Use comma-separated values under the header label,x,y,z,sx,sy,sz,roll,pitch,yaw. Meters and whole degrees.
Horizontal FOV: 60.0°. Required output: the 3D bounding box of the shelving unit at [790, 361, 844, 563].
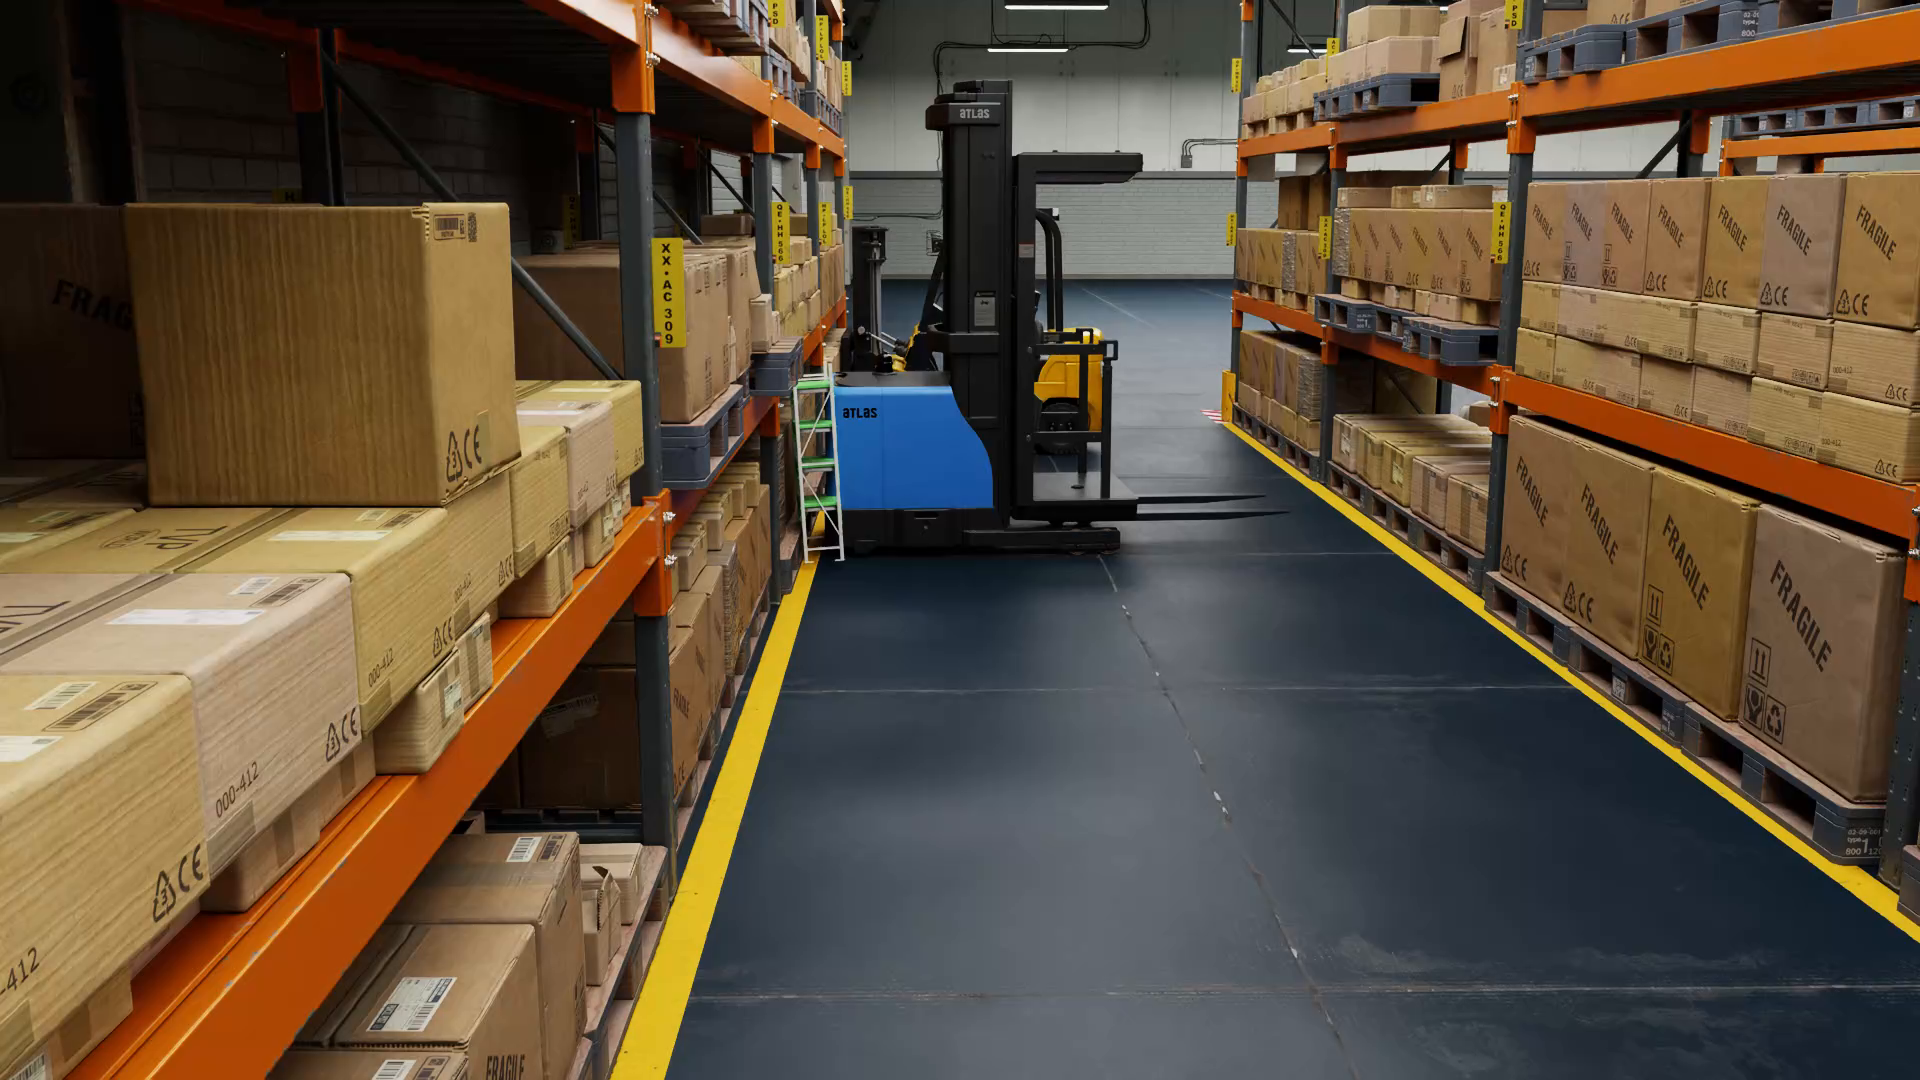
label,x,y,z,sx,sy,sz,roll,pitch,yaw
shelving unit,-0.895,-0.494,10.325,0.258,1.200,0.503,-4,9,-8

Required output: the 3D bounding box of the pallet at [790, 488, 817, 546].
label,x,y,z,sx,sy,sz,roll,pitch,yaw
pallet,-1.504,-0.148,11.260,1.003,0.211,1.213,0,11,-1

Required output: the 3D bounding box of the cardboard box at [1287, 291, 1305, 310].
label,x,y,z,sx,sy,sz,roll,pitch,yaw
cardboard box,3.041,-2.067,14.336,0.380,0.149,0.250,0,11,-2

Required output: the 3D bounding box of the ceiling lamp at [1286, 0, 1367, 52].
label,x,y,z,sx,sy,sz,roll,pitch,yaw
ceiling lamp,9.042,-13.604,40.799,2.000,3.185,0.800,0,11,-1

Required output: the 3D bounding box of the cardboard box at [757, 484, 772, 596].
label,x,y,z,sx,sy,sz,roll,pitch,yaw
cardboard box,-1.280,-0.007,8.780,0.500,0.500,0.500,0,11,0

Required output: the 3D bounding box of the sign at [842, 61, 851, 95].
label,x,y,z,sx,sy,sz,roll,pitch,yaw
sign,-1.126,-4.564,16.440,0.100,0.325,0.005,0,11,-1

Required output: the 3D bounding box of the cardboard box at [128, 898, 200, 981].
label,x,y,z,sx,sy,sz,roll,pitch,yaw
cardboard box,-1.162,0.435,2.002,0.380,0.149,0.250,0,11,-2

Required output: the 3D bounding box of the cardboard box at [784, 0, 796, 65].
label,x,y,z,sx,sy,sz,roll,pitch,yaw
cardboard box,-1.296,-3.231,10.335,0.500,0.500,0.500,0,11,0

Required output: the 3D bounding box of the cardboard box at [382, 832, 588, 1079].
label,x,y,z,sx,sy,sz,roll,pitch,yaw
cardboard box,-1.256,1.002,3.808,0.700,0.500,0.500,-1,11,-3

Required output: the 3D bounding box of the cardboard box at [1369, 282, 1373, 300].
label,x,y,z,sx,sy,sz,roll,pitch,yaw
cardboard box,3.151,-1.791,11.921,0.380,0.149,0.250,1,11,2

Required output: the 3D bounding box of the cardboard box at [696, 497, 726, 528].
label,x,y,z,sx,sy,sz,roll,pitch,yaw
cardboard box,-1.276,-0.102,7.617,0.380,0.149,0.250,0,11,-2

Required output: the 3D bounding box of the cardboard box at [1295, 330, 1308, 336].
label,x,y,z,sx,sy,sz,roll,pitch,yaw
cardboard box,3.571,-1.788,16.303,0.500,0.500,0.500,0,11,-1

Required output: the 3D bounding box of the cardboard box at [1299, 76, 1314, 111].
label,x,y,z,sx,sy,sz,roll,pitch,yaw
cardboard box,3.087,-3.655,13.616,0.500,0.250,0.500,0,11,-2

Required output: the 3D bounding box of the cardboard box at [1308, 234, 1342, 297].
label,x,y,z,sx,sy,sz,roll,pitch,yaw
cardboard box,3.119,-2.208,13.397,0.500,0.500,0.500,-1,11,-3

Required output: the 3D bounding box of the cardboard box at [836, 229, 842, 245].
label,x,y,z,sx,sy,sz,roll,pitch,yaw
cardboard box,-1.346,-2.948,16.163,0.380,0.149,0.250,0,11,0

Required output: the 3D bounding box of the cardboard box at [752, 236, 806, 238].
label,x,y,z,sx,sy,sz,roll,pitch,yaw
cardboard box,-1.357,-2.204,12.498,0.380,0.149,0.250,0,11,1

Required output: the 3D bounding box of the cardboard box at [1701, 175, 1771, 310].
label,x,y,z,sx,sy,sz,roll,pitch,yaw
cardboard box,3.273,-1.166,6.495,0.500,0.500,0.500,0,11,1

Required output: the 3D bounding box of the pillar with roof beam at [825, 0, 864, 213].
label,x,y,z,sx,sy,sz,roll,pitch,yaw
pillar with roof beam,1.253,-10.286,39.128,9.100,9.000,0.548,0,11,-1

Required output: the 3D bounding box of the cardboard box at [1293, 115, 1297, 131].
label,x,y,z,sx,sy,sz,roll,pitch,yaw
cardboard box,3.129,-3.642,14.553,0.380,0.149,0.250,0,11,-2

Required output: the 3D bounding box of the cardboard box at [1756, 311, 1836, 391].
label,x,y,z,sx,sy,sz,roll,pitch,yaw
cardboard box,3.272,-0.693,6.050,0.500,0.250,0.500,0,11,0

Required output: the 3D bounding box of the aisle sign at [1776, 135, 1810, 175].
label,x,y,z,sx,sy,sz,roll,pitch,yaw
aisle sign,8.539,-4.051,16.942,0.394,0.787,0.004,0,11,-1

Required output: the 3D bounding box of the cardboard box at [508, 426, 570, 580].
label,x,y,z,sx,sy,sz,roll,pitch,yaw
cardboard box,-1.144,-0.088,3.575,0.500,0.250,0.500,0,11,-2

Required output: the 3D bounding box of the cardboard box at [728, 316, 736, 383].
label,x,y,z,sx,sy,sz,roll,pitch,yaw
cardboard box,-1.066,-0.732,6.404,0.396,0.266,0.258,0,11,2

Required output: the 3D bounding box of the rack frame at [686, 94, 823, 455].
label,x,y,z,sx,sy,sz,roll,pitch,yaw
rack frame,-1.586,-1.904,12.902,1.000,3.000,0.127,0,11,-1

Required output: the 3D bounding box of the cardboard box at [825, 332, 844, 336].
label,x,y,z,sx,sy,sz,roll,pitch,yaw
cardboard box,-1.331,-1.856,16.009,0.500,0.250,0.500,0,11,0

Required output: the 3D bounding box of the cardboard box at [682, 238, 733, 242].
label,x,y,z,sx,sy,sz,roll,pitch,yaw
cardboard box,-1.836,-2.097,11.970,0.380,0.149,0.250,0,11,-1

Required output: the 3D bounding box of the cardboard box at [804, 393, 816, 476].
label,x,y,z,sx,sy,sz,roll,pitch,yaw
cardboard box,-1.564,-0.843,12.586,0.875,0.625,0.625,0,11,1

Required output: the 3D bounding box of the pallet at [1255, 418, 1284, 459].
label,x,y,z,sx,sy,sz,roll,pitch,yaw
pallet,3.299,-0.935,15.139,1.003,0.211,1.213,0,11,-1

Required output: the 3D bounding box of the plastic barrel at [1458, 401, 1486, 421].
label,x,y,z,sx,sy,sz,roll,pitch,yaw
plastic barrel,4.850,-1.054,15.189,0.512,0.421,0.421,9,15,38

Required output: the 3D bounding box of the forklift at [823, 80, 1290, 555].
label,x,y,z,sx,sy,sz,roll,pitch,yaw
forklift,0.621,-1.446,10.814,3.031,2.935,1.130,-1,12,-4

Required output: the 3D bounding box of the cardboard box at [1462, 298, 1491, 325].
label,x,y,z,sx,sy,sz,roll,pitch,yaw
cardboard box,3.139,-1.330,9.648,0.380,0.149,0.250,0,11,0

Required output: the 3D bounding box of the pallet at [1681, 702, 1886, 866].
label,x,y,z,sx,sy,sz,roll,pitch,yaw
pallet,3.451,0.878,6.200,1.003,0.211,1.213,0,11,-1

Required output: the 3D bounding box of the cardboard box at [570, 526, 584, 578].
label,x,y,z,sx,sy,sz,roll,pitch,yaw
cardboard box,-1.127,0.027,4.015,0.380,0.149,0.250,0,11,0

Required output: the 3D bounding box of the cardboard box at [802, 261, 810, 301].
label,x,y,z,sx,sy,sz,roll,pitch,yaw
cardboard box,-1.298,-1.776,11.387,0.500,0.250,0.500,0,11,0

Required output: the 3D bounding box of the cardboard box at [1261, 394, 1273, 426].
label,x,y,z,sx,sy,sz,roll,pitch,yaw
cardboard box,3.061,-1.208,15.327,0.500,0.250,0.500,1,11,3

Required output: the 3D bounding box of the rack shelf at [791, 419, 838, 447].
label,x,y,z,sx,sy,sz,roll,pitch,yaw
rack shelf,-0.905,-0.667,10.299,0.258,0.148,0.480,-4,9,-8

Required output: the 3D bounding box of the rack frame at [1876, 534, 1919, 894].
label,x,y,z,sx,sy,sz,roll,pitch,yaw
rack frame,3.542,-0.335,5.168,1.000,3.000,0.127,0,11,-1

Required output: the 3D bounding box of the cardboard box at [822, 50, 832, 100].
label,x,y,z,sx,sy,sz,roll,pitch,yaw
cardboard box,-1.521,-4.068,14.453,0.797,0.503,0.637,0,11,1

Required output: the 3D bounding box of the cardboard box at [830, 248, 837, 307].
label,x,y,z,sx,sy,sz,roll,pitch,yaw
cardboard box,-1.362,-2.347,14.832,0.500,0.500,0.500,0,11,-1

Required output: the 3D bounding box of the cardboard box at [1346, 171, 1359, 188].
label,x,y,z,sx,sy,sz,roll,pitch,yaw
cardboard box,3.596,-2.800,13.804,0.700,0.500,0.500,0,11,-1

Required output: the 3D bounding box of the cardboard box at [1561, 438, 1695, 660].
label,x,y,z,sx,sy,sz,roll,pitch,yaw
cardboard box,3.405,0.020,7.704,0.875,0.875,0.875,0,11,0

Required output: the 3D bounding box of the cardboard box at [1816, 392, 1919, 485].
label,x,y,z,sx,sy,sz,roll,pitch,yaw
cardboard box,3.281,-0.350,5.617,0.500,0.250,0.500,-1,11,-3

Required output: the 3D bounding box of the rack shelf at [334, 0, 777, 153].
label,x,y,z,sx,sy,sz,roll,pitch,yaw
rack shelf,-1.462,-1.829,6.797,1.077,0.370,4.000,0,11,-1

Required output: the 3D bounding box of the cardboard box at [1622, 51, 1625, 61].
label,x,y,z,sx,sy,sz,roll,pitch,yaw
cardboard box,3.617,-2.649,9.364,0.396,0.266,0.258,0,11,-1

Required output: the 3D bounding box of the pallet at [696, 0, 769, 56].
label,x,y,z,sx,sy,sz,roll,pitch,yaw
pallet,-1.388,-2.028,6.441,1.213,0.211,1.003,0,11,-1

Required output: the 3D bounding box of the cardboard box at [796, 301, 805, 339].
label,x,y,z,sx,sy,sz,roll,pitch,yaw
cardboard box,-1.300,-1.431,10.943,0.500,0.250,0.500,0,11,1

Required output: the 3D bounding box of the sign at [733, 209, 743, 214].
label,x,y,z,sx,sy,sz,roll,pitch,yaw
sign,-2.224,-3.162,16.722,0.100,0.325,0.005,0,11,-1

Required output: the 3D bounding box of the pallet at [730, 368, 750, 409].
label,x,y,z,sx,sy,sz,roll,pitch,yaw
pallet,-1.458,-0.629,7.097,1.003,0.211,1.213,0,11,-1

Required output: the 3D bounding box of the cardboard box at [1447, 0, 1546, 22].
label,x,y,z,sx,sy,sz,roll,pitch,yaw
cardboard box,3.559,-3.456,11.067,0.500,0.250,0.500,0,11,0

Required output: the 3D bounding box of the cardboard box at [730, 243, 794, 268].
label,x,y,z,sx,sy,sz,roll,pitch,yaw
cardboard box,-1.253,-1.797,10.491,0.380,0.149,0.250,0,11,0

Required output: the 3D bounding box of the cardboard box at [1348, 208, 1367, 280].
label,x,y,z,sx,sy,sz,roll,pitch,yaw
cardboard box,3.111,-2.132,11.969,0.500,0.500,0.500,0,11,-1

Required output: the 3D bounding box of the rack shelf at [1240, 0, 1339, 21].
label,x,y,z,sx,sy,sz,roll,pitch,yaw
rack shelf,3.335,-4.909,14.441,1.077,0.370,4.000,0,11,-1

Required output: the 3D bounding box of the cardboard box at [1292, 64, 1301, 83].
label,x,y,z,sx,sy,sz,roll,pitch,yaw
cardboard box,3.058,-3.983,14.230,0.380,0.149,0.250,0,11,0

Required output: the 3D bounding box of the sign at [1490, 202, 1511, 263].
label,x,y,z,sx,sy,sz,roll,pitch,yaw
sign,2.917,-1.655,8.960,0.100,0.325,0.005,0,11,-1
